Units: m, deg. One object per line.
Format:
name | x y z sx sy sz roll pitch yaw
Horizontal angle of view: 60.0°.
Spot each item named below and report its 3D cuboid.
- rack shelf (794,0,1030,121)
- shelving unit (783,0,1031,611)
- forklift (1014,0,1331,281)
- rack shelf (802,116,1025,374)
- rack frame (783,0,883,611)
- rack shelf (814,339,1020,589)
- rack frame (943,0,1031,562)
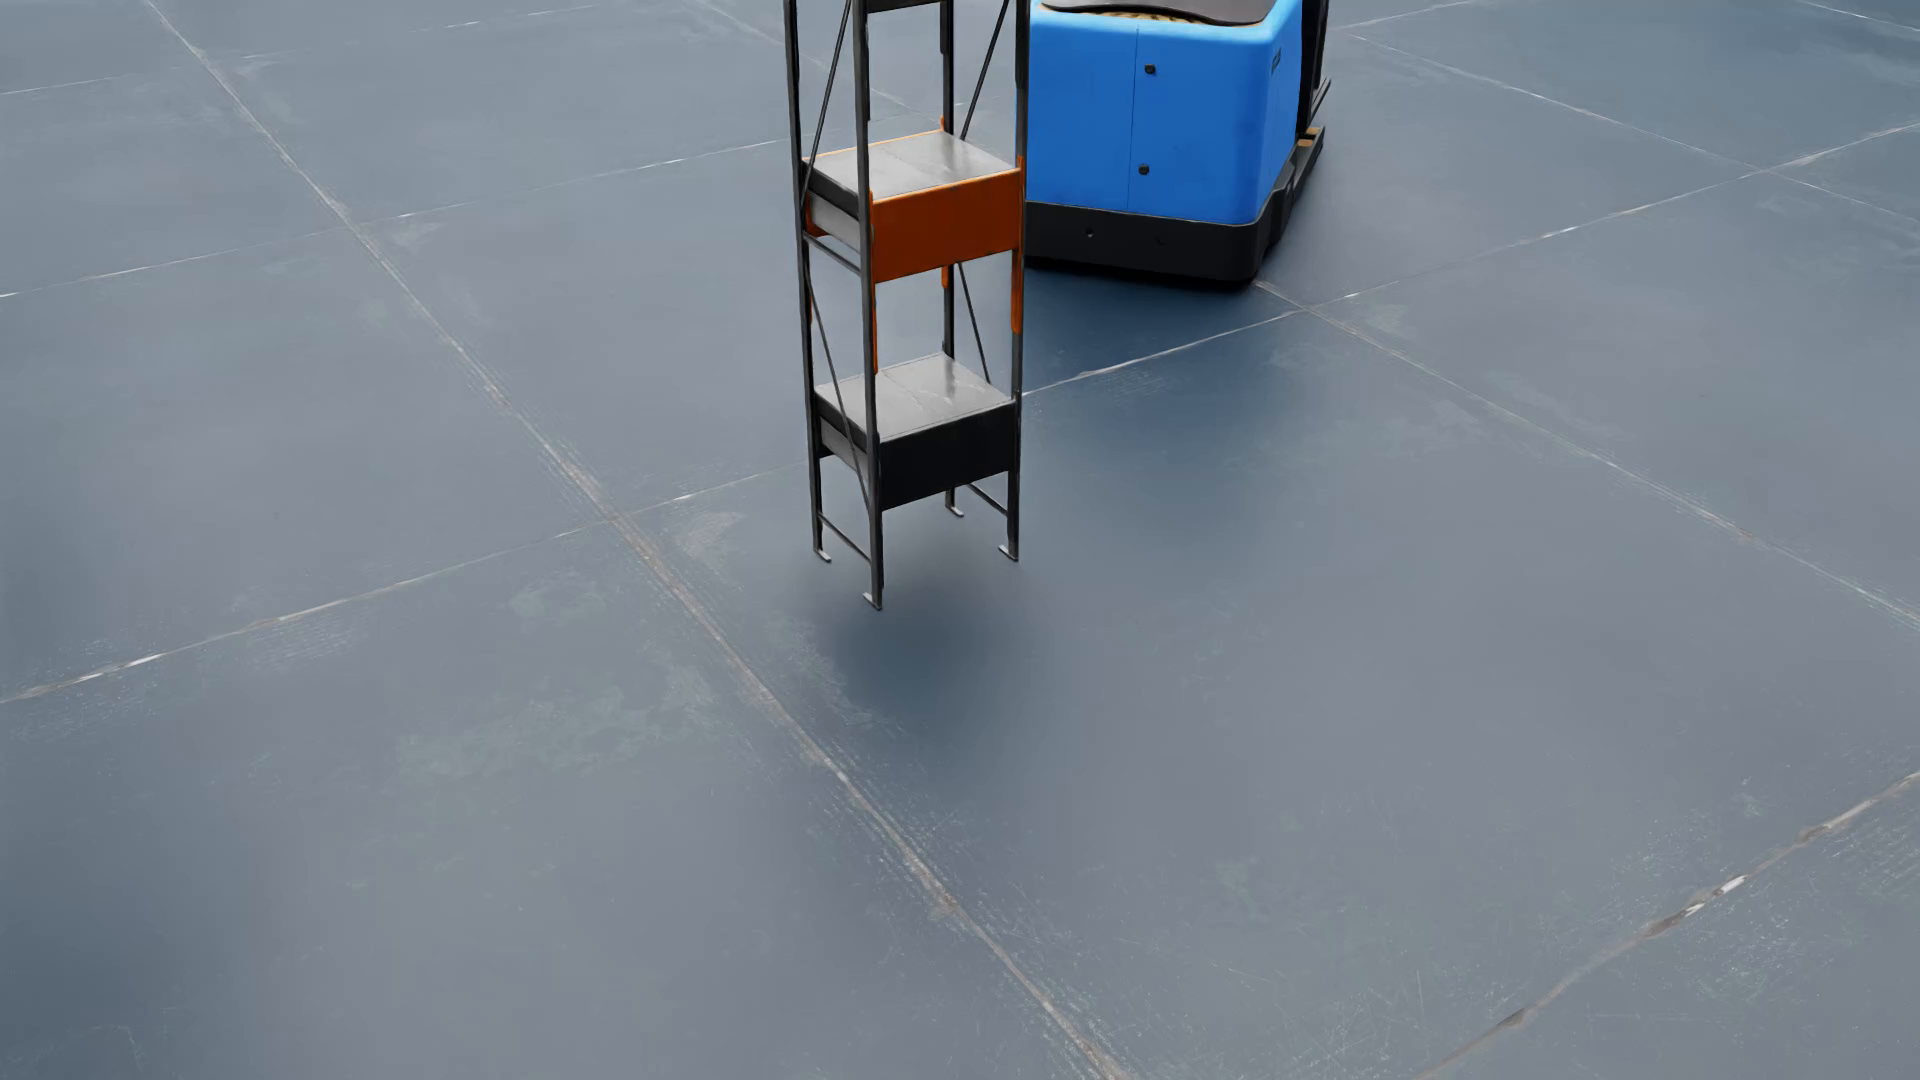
rack shelf | -0.139 -1.421 4.248 0.480 0.518 0.431 -19 37 -27
shelving unit | -0.139 -0.840 4.614 0.503 2.100 0.431 -19 37 -27
forklift | 1.166 -3.074 7.376 1.130 2.935 3.031 10 34 16
rack shelf | -0.139 -0.829 4.621 0.480 0.518 0.431 -19 37 -27
rack frame | -0.344 -0.770 4.502 0.015 2.100 0.400 -19 37 -27
rack shelf | -0.139 -0.237 4.995 0.480 0.518 0.431 -19 37 -27
rack frame | 0.066 -0.911 4.726 0.015 2.100 0.400 -19 37 -27
